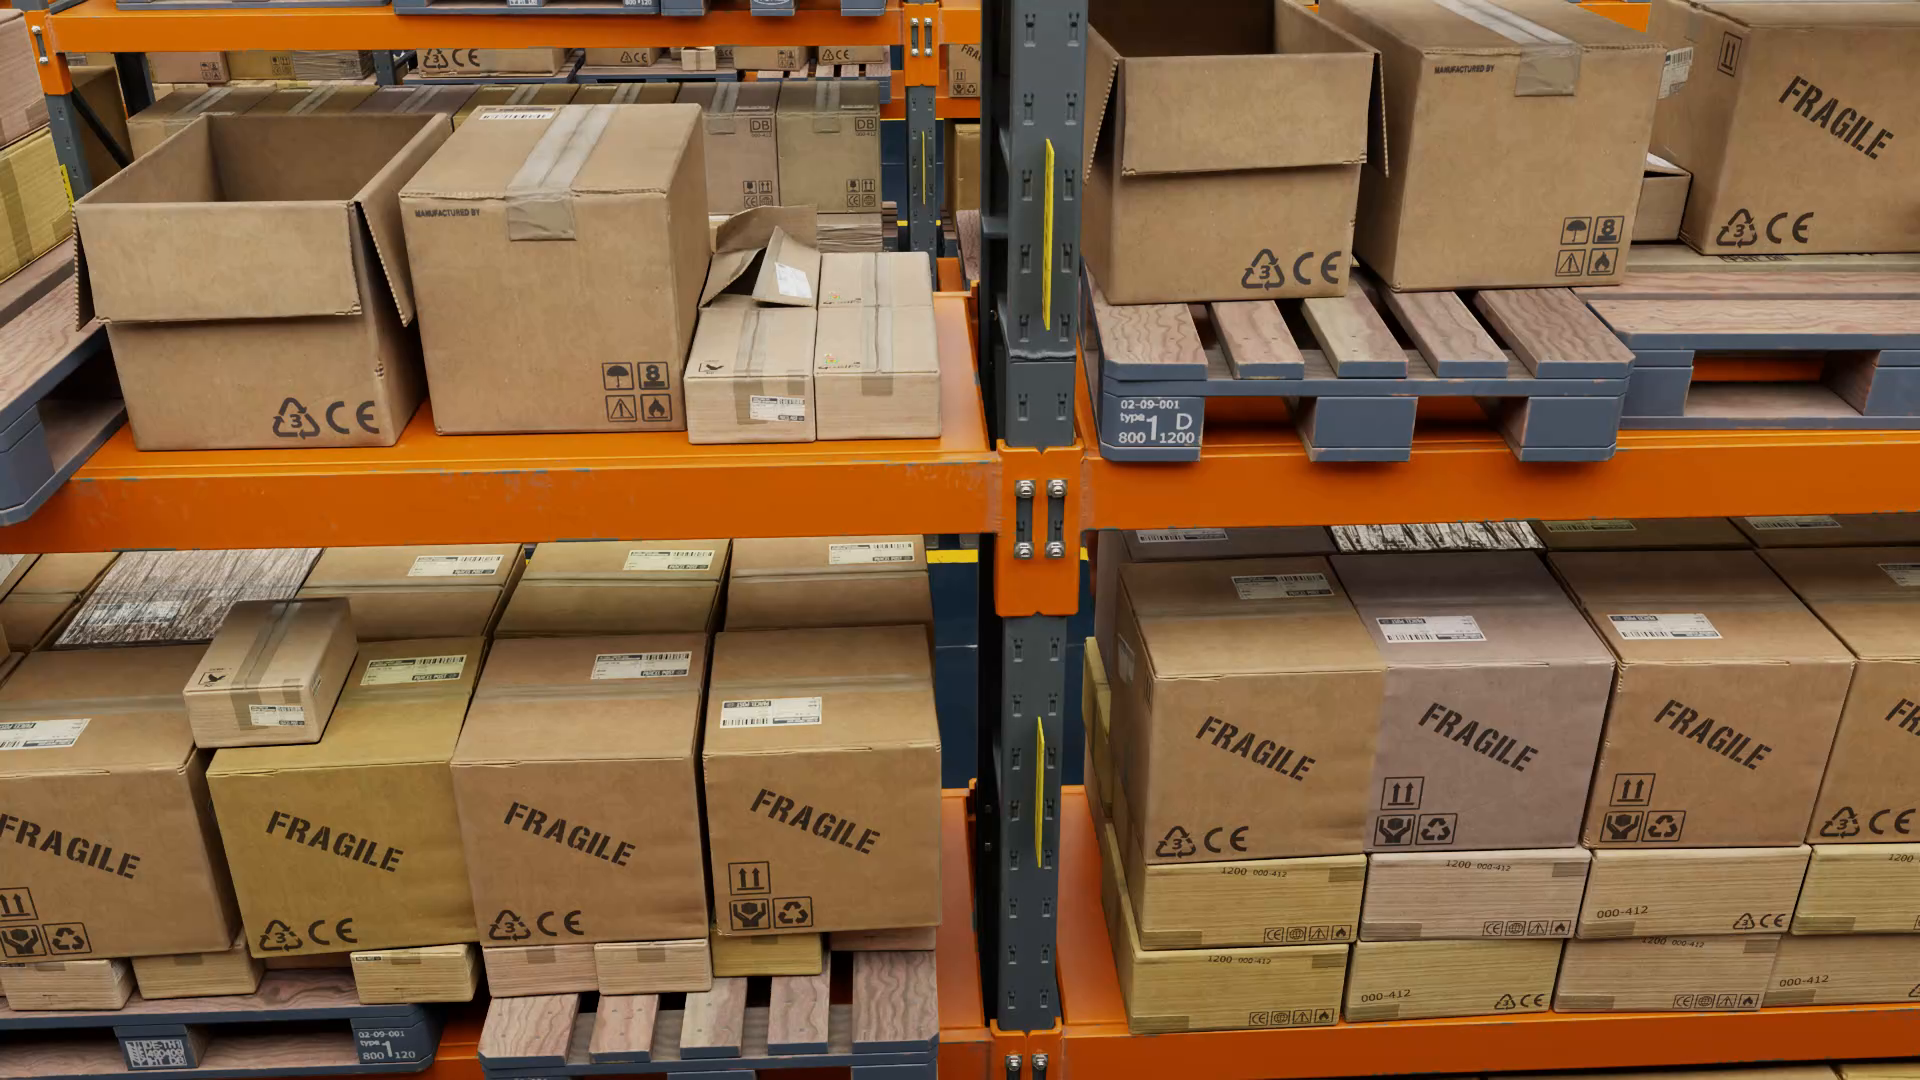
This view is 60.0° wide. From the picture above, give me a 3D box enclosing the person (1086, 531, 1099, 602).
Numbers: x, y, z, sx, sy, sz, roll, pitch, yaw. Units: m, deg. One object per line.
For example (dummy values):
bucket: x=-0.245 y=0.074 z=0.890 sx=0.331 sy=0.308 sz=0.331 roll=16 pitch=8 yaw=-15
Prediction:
person: x=0.798 y=0.141 z=6.801 sx=0.568 sy=1.766 sz=0.355 roll=-1 pitch=27 yaw=-1
